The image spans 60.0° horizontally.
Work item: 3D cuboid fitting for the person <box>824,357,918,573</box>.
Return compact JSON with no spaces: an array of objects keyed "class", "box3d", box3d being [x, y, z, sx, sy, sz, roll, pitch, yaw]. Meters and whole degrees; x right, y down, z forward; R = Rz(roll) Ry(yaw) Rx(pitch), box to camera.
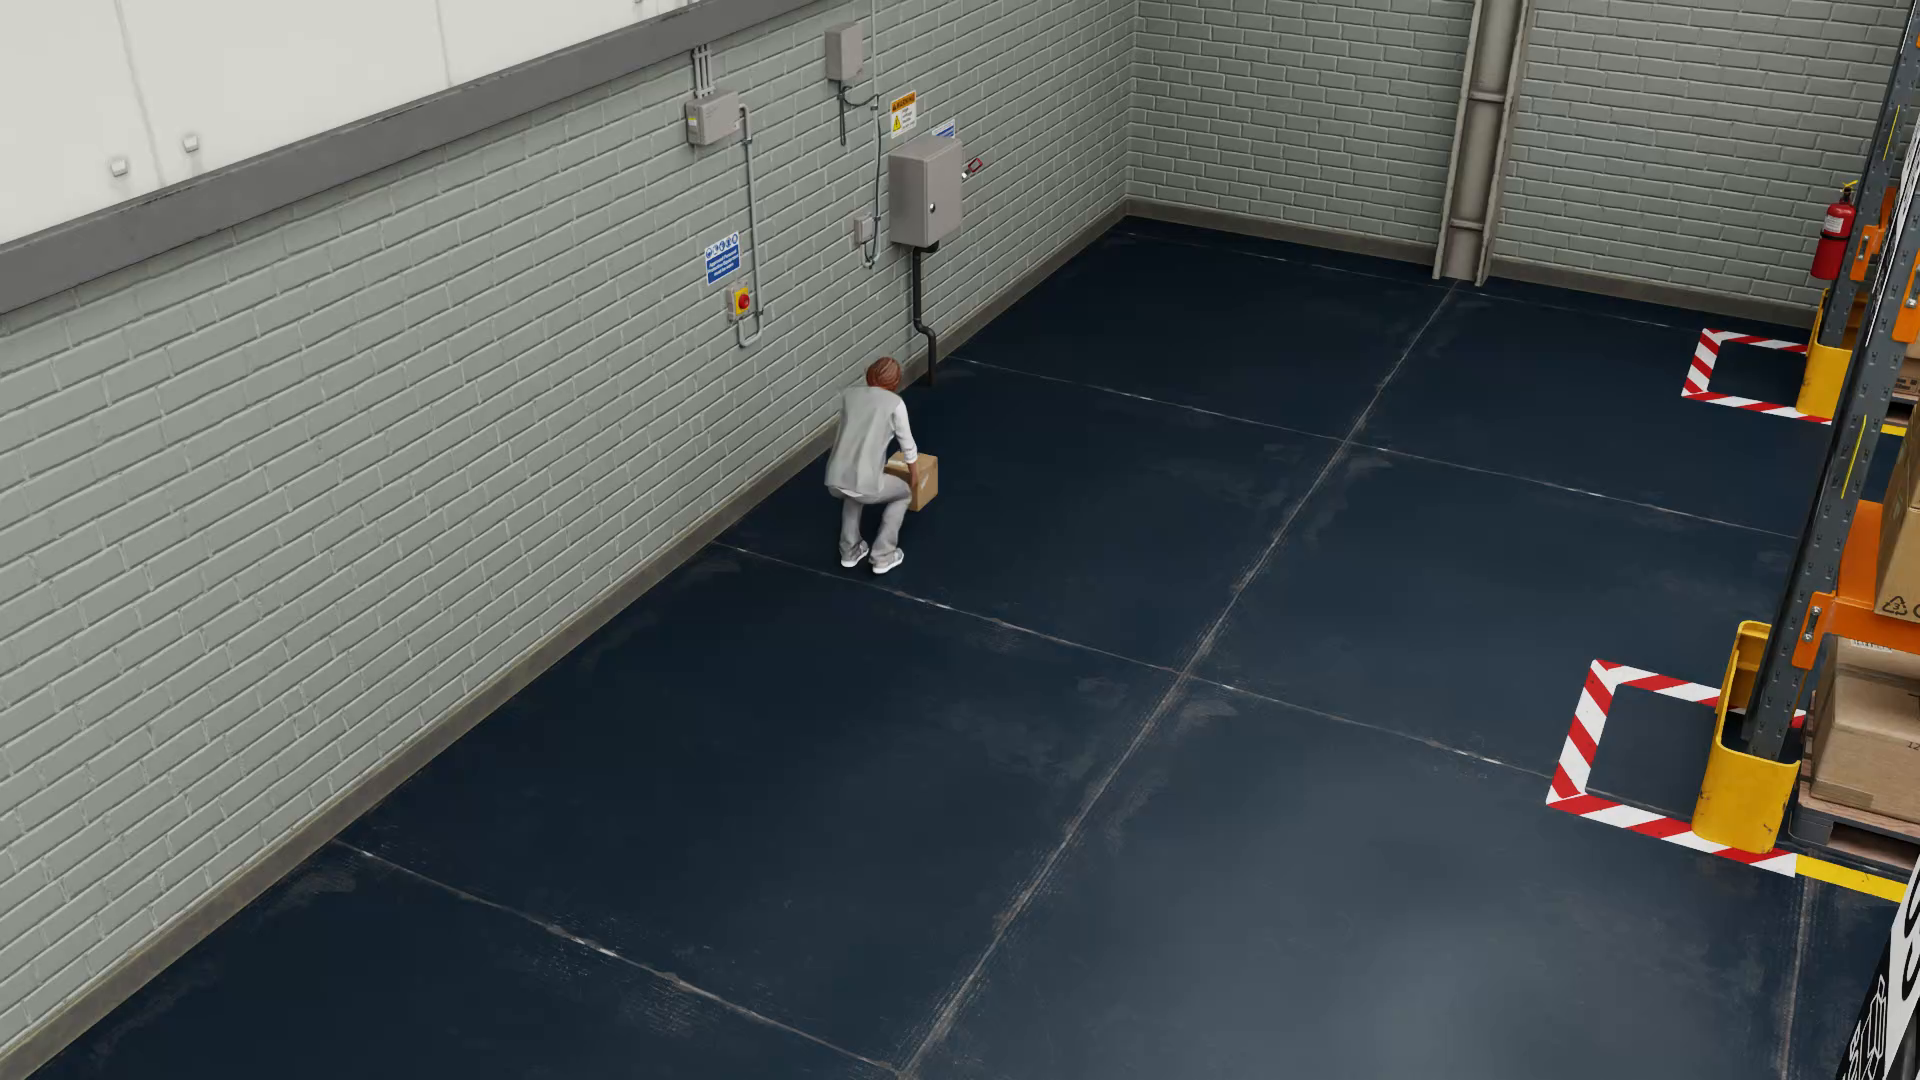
[{"class":"person","box3d":[-0.523,-0.399,9.400,0.462,1.163,0.720,15,33,23]}]
